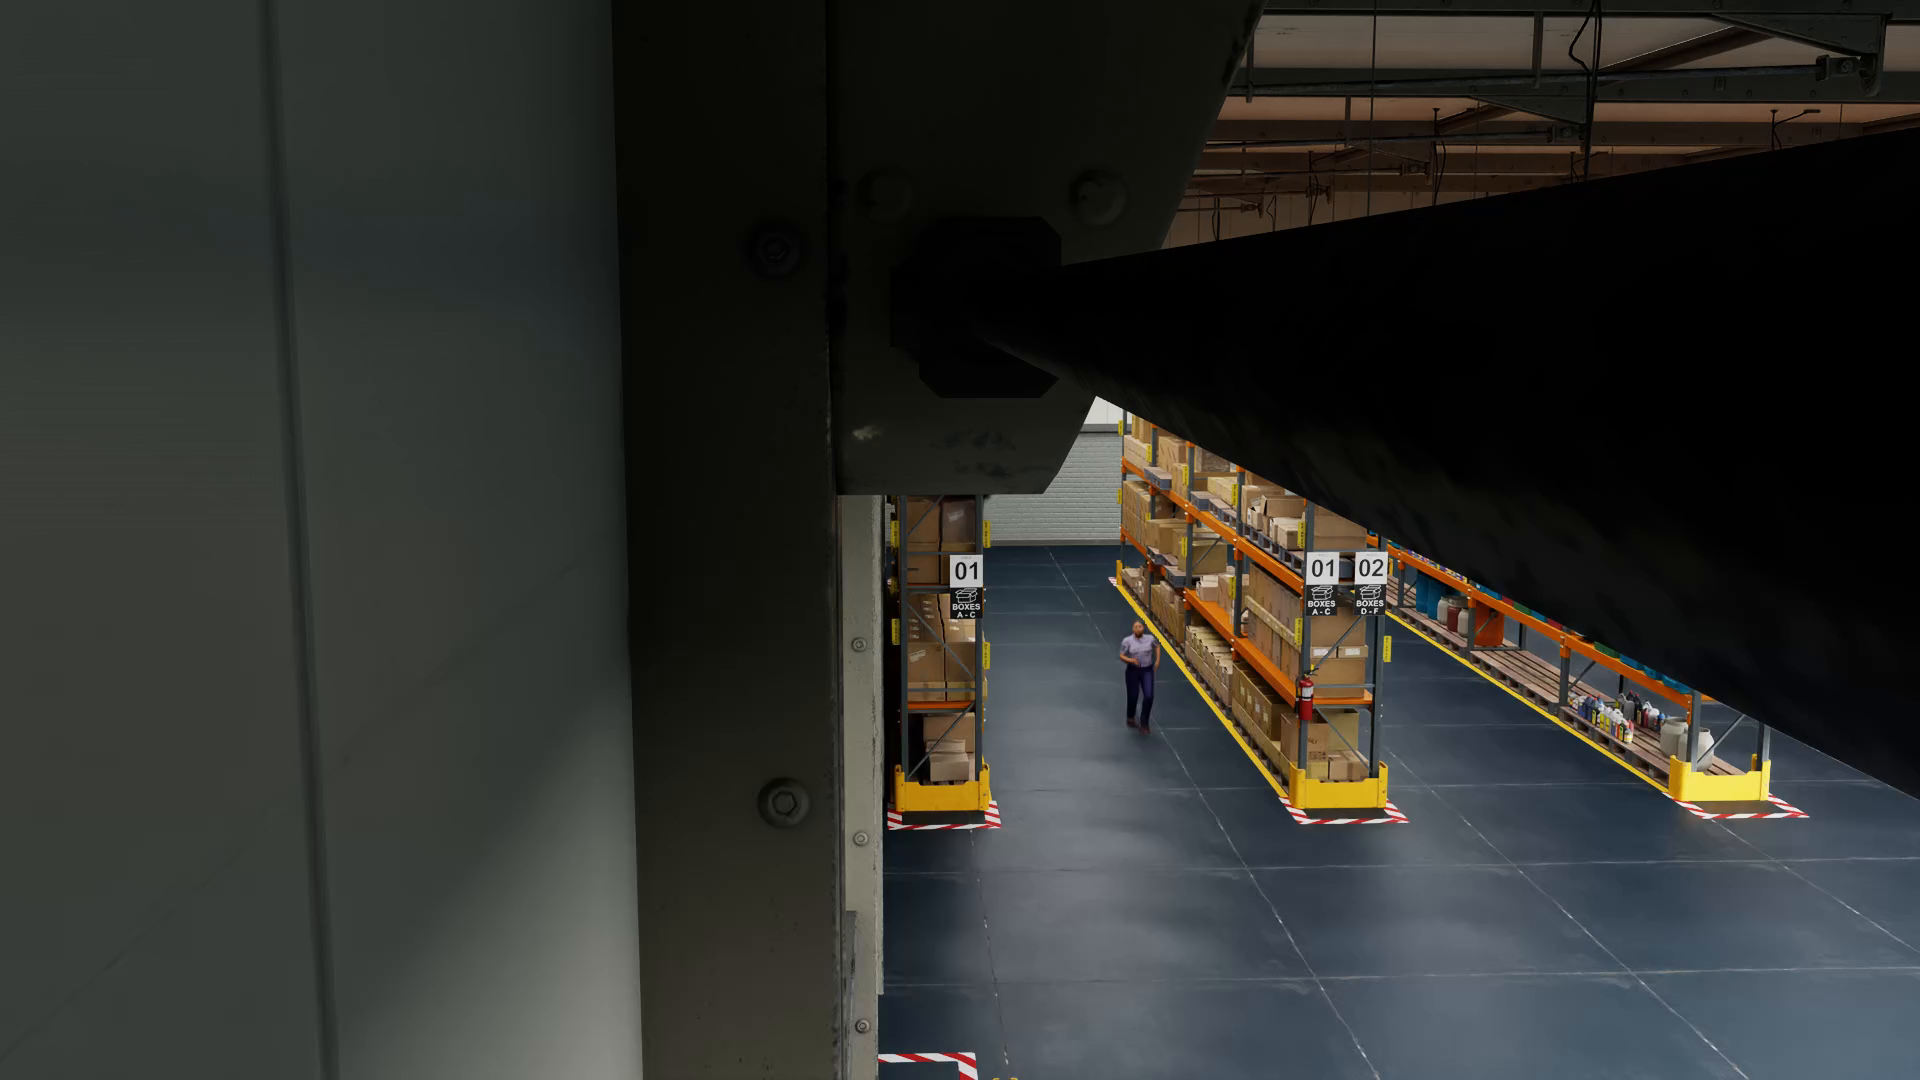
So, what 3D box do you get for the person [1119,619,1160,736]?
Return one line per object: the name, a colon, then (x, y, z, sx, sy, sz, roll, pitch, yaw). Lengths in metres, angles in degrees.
person: (2.621, 1.986, 24.238, 0.608, 1.685, 0.736, 0, 8, 1)
